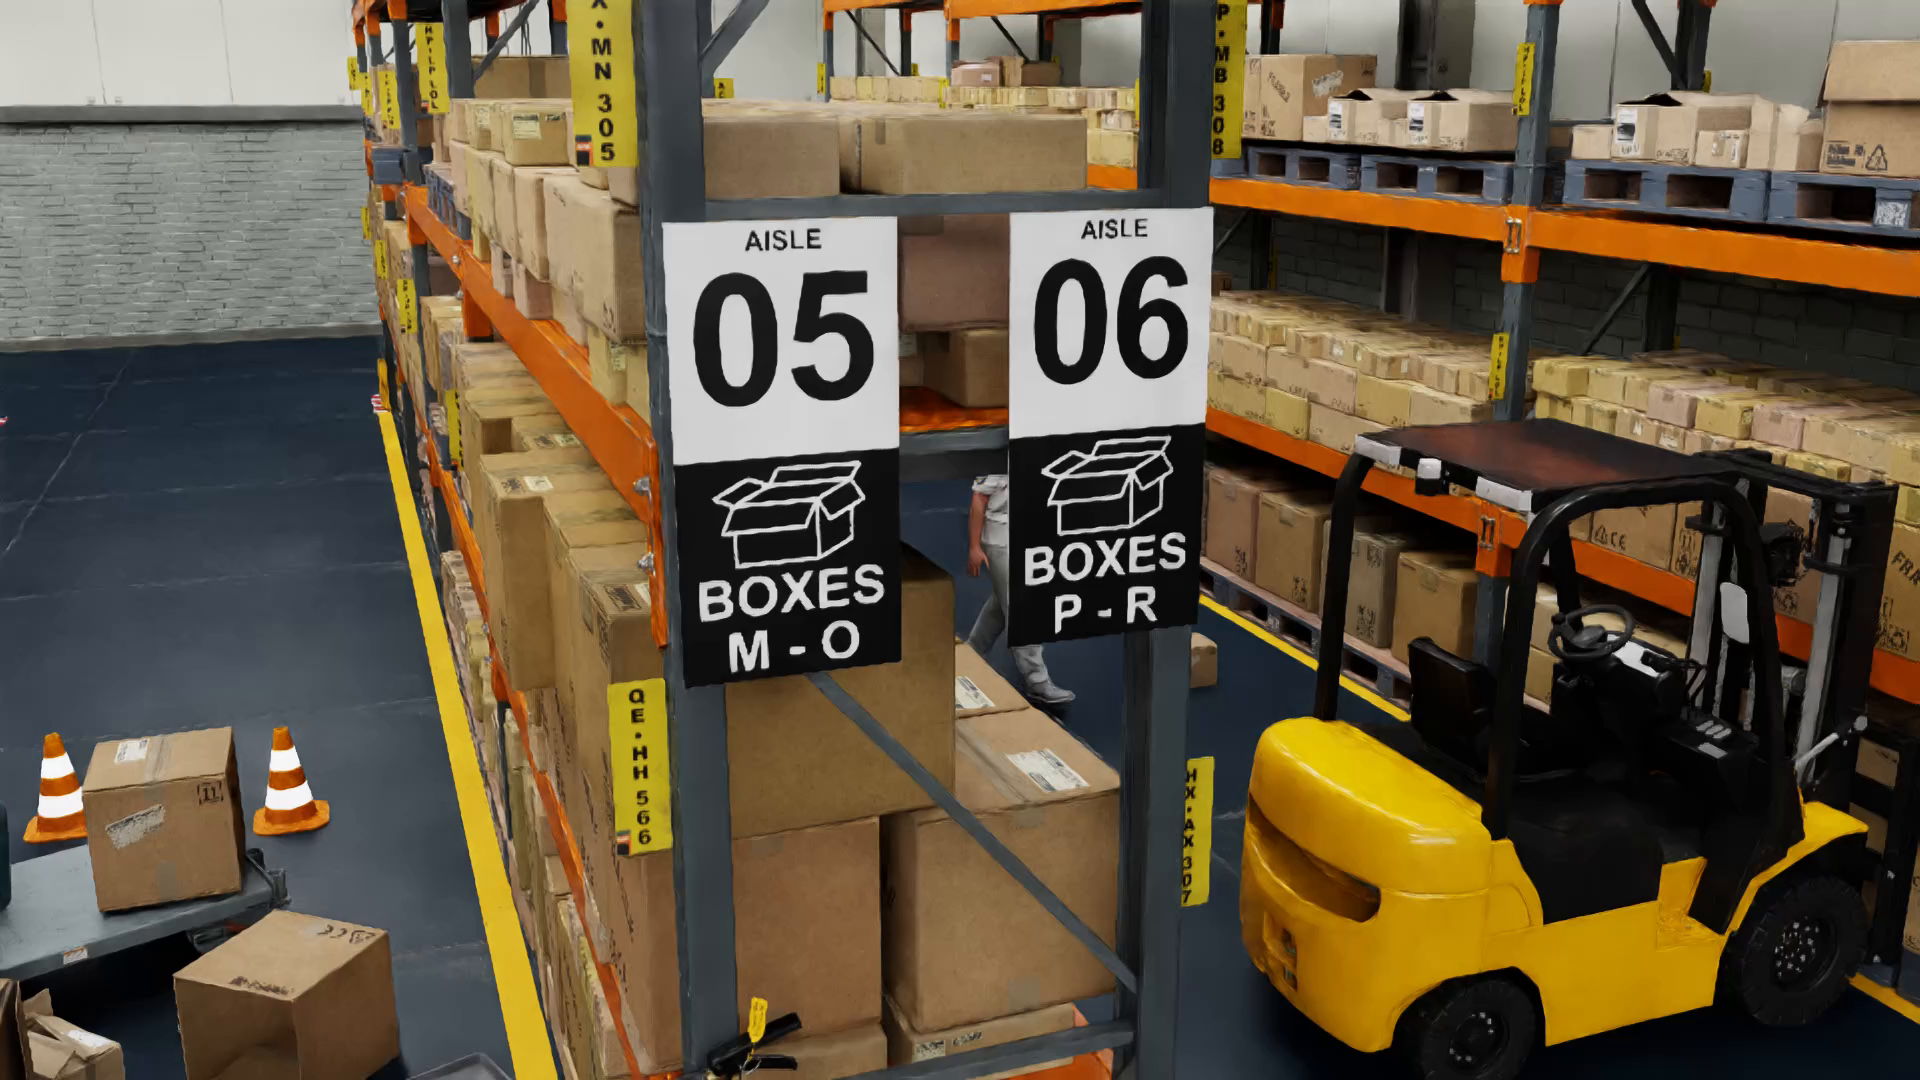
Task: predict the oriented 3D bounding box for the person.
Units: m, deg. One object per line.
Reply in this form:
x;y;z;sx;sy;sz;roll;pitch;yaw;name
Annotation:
0.391;0.029;9.422;0.903;1.707;0.593;12;20;37;person
